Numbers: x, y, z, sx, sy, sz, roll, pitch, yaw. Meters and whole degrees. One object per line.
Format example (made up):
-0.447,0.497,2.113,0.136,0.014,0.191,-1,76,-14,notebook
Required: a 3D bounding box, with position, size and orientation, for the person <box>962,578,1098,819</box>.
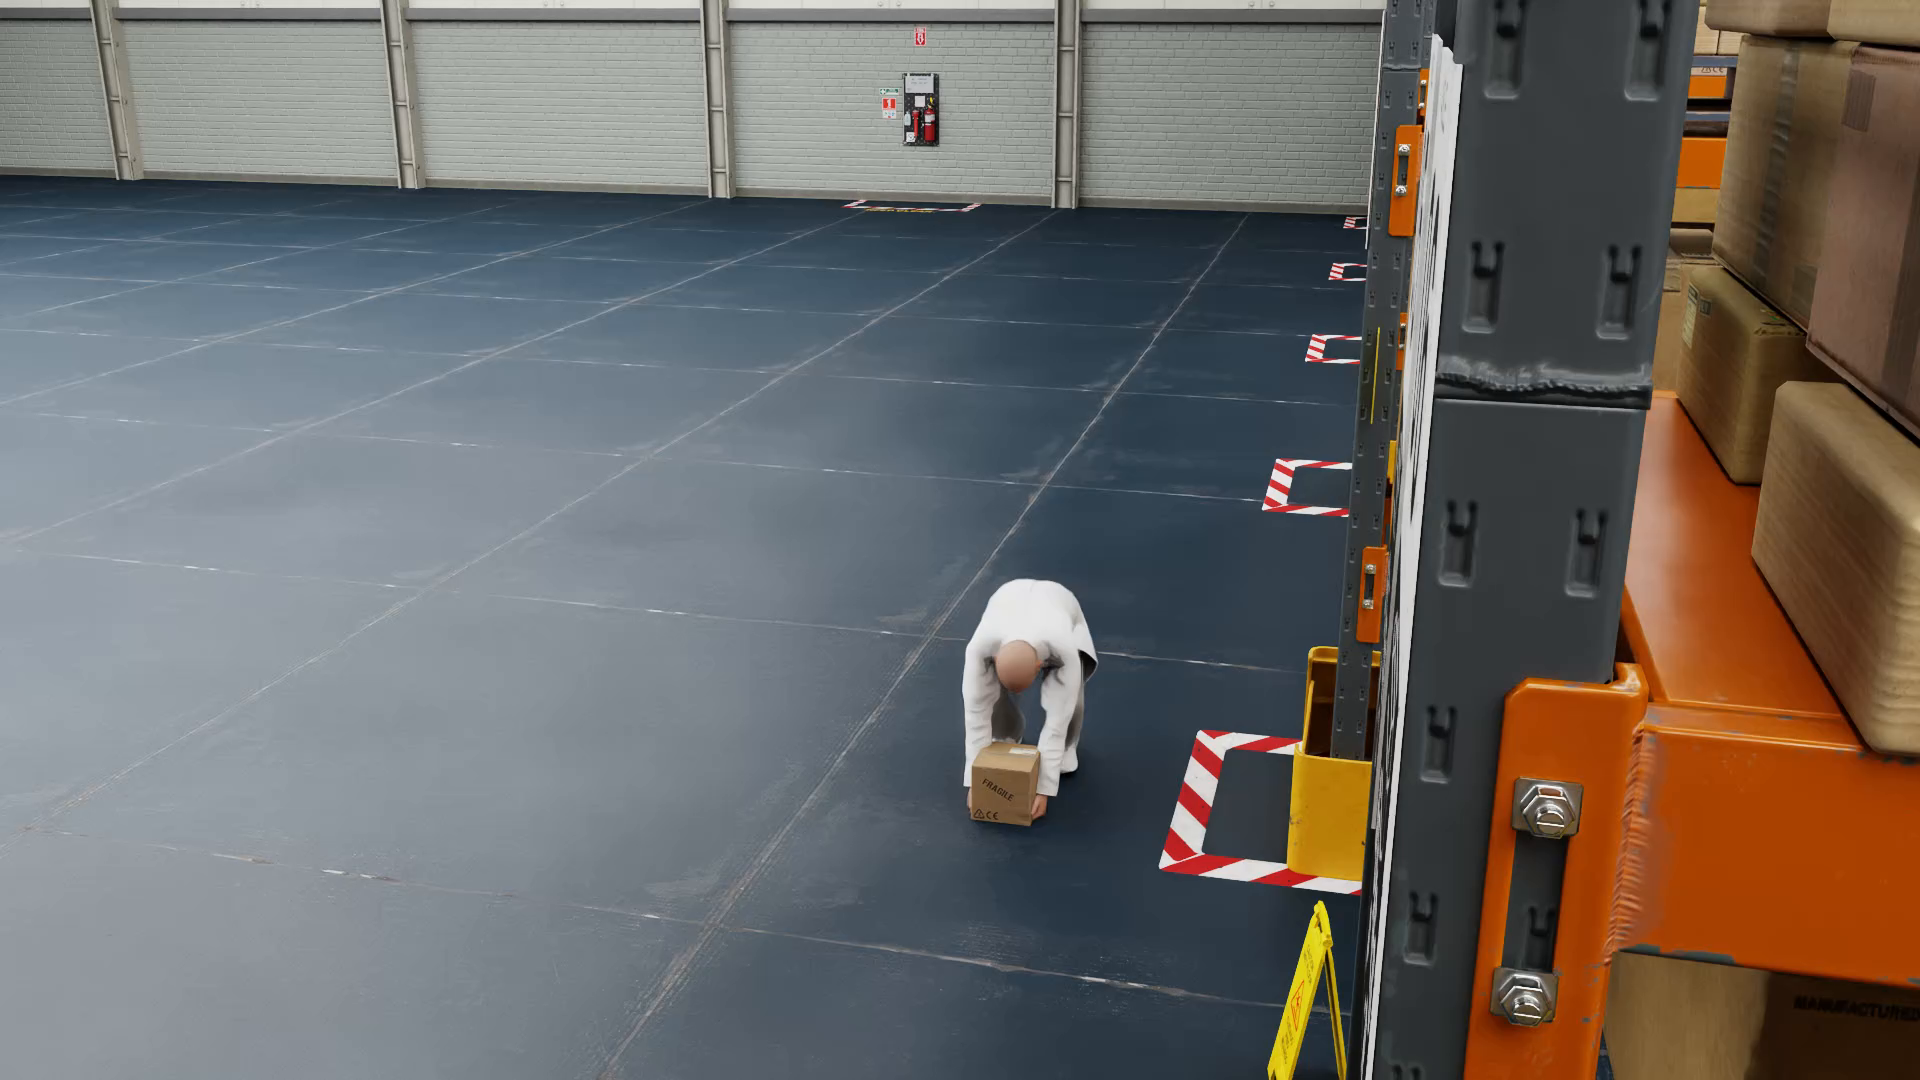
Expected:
0.289,0.640,7.177,0.584,0.848,0.957,4,18,12,person
